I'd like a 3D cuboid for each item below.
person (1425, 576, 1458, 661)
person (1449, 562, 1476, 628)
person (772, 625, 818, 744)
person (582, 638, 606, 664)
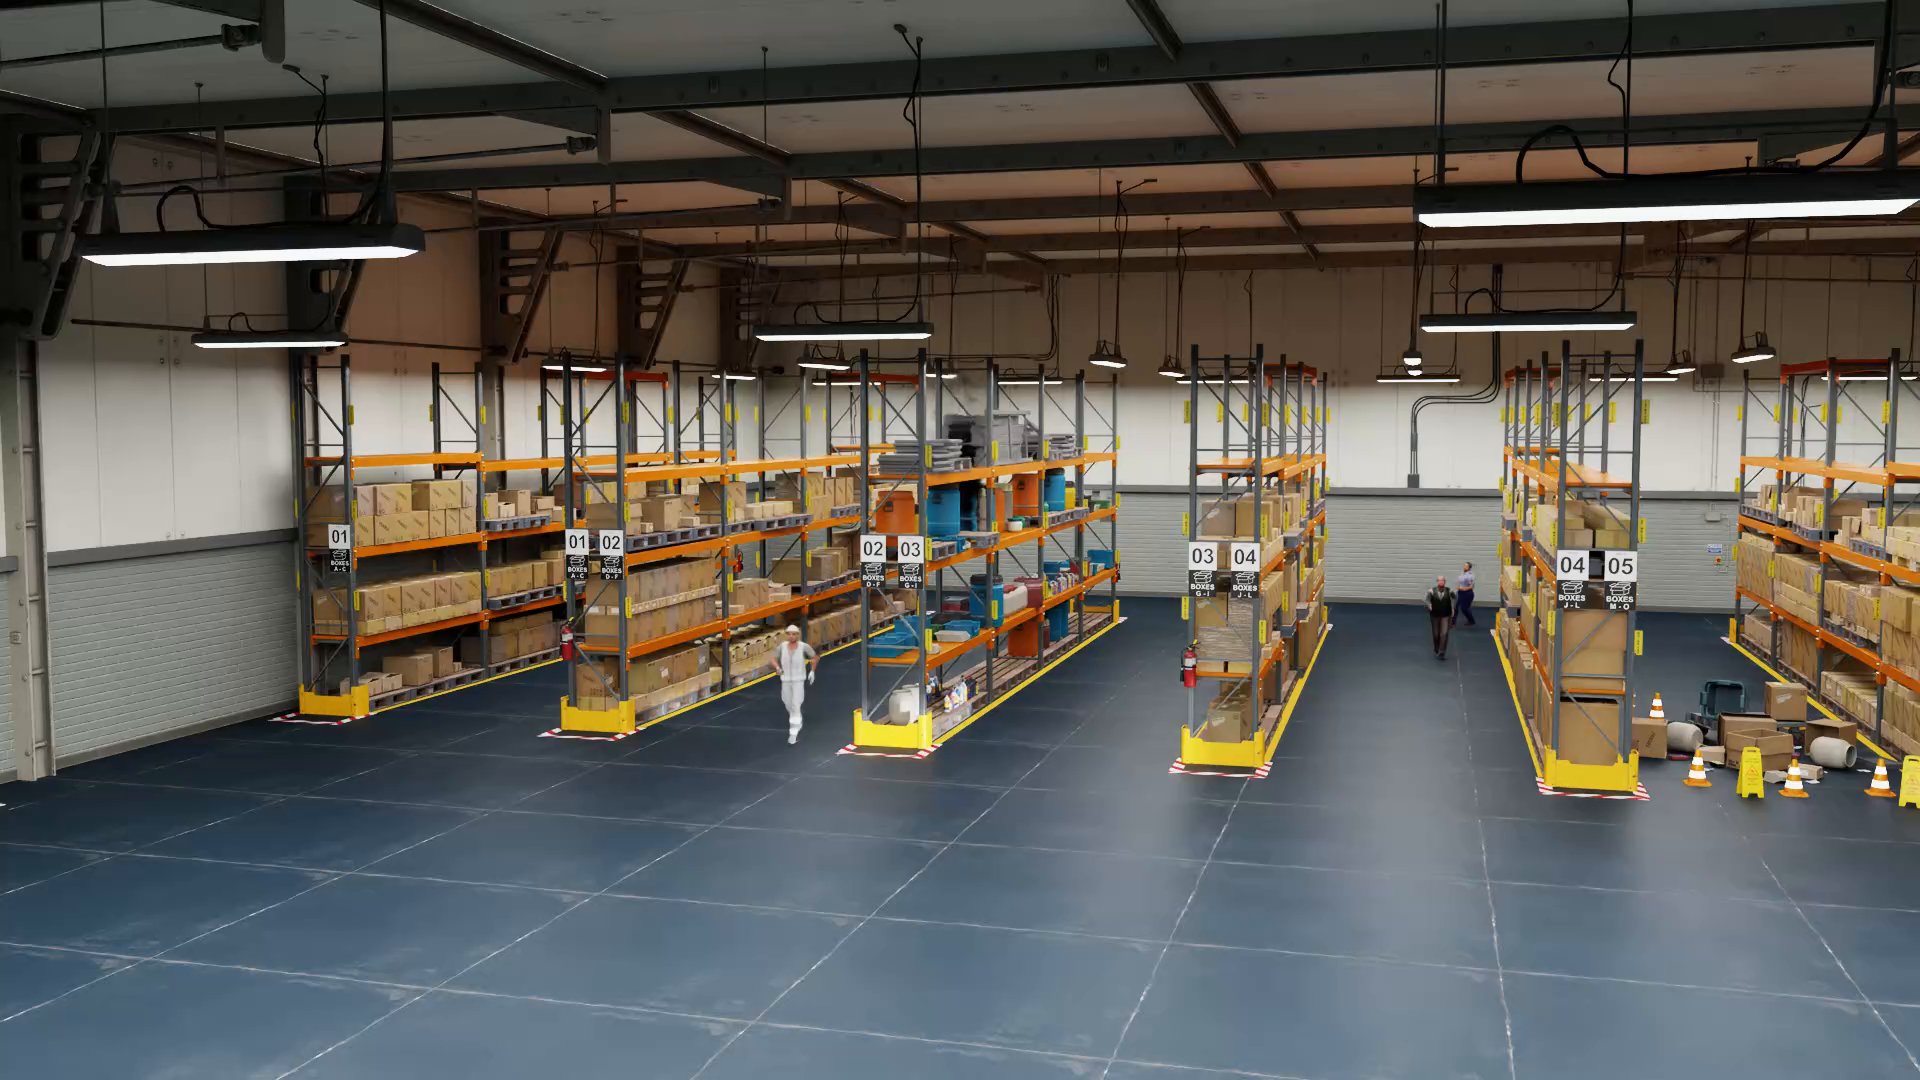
[{"bbox_3d":[9.900,1.579,34.243,0.649,1.713,0.933,1,5,18],"label":"person"},{"bbox_3d":[11.856,1.305,39.011,0.712,1.642,0.758,-1,4,-14],"label":"person"},{"bbox_3d":[-2.571,2.194,25.720,0.694,1.785,0.911,1,4,8],"label":"person"},{"bbox_3d":[-6.594,1.932,30.046,0.542,1.693,0.705,1,4,11],"label":"person"}]
